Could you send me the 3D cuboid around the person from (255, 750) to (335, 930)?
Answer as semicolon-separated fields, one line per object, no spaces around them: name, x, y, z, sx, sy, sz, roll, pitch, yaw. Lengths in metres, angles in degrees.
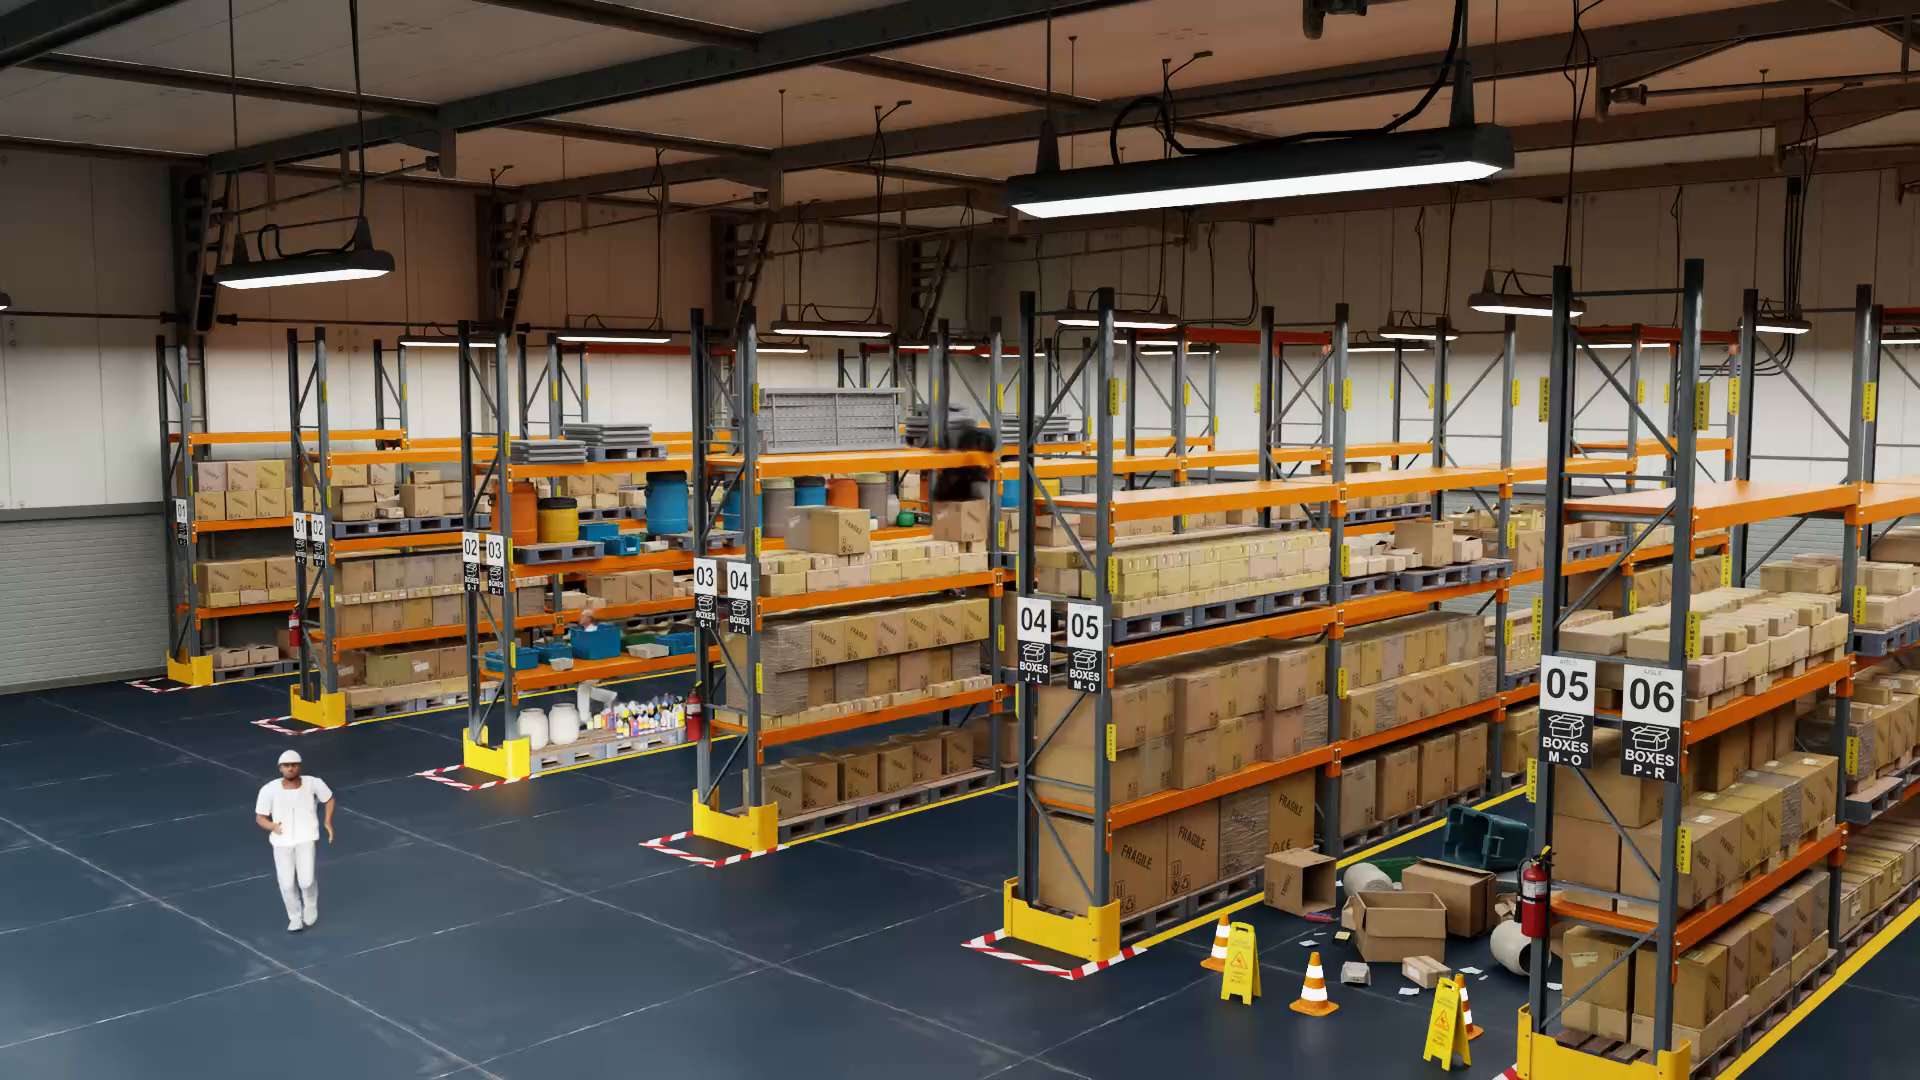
person;-6.232;2.829;15.591;0.685;1.724;0.623;-2;6;-18

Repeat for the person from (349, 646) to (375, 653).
person;-10.157;1.628;28.258;0.645;1.731;0.904;4;6;33

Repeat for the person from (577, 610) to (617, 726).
person;-5.566;1.930;25.265;0.869;1.770;0.718;-4;7;-38
